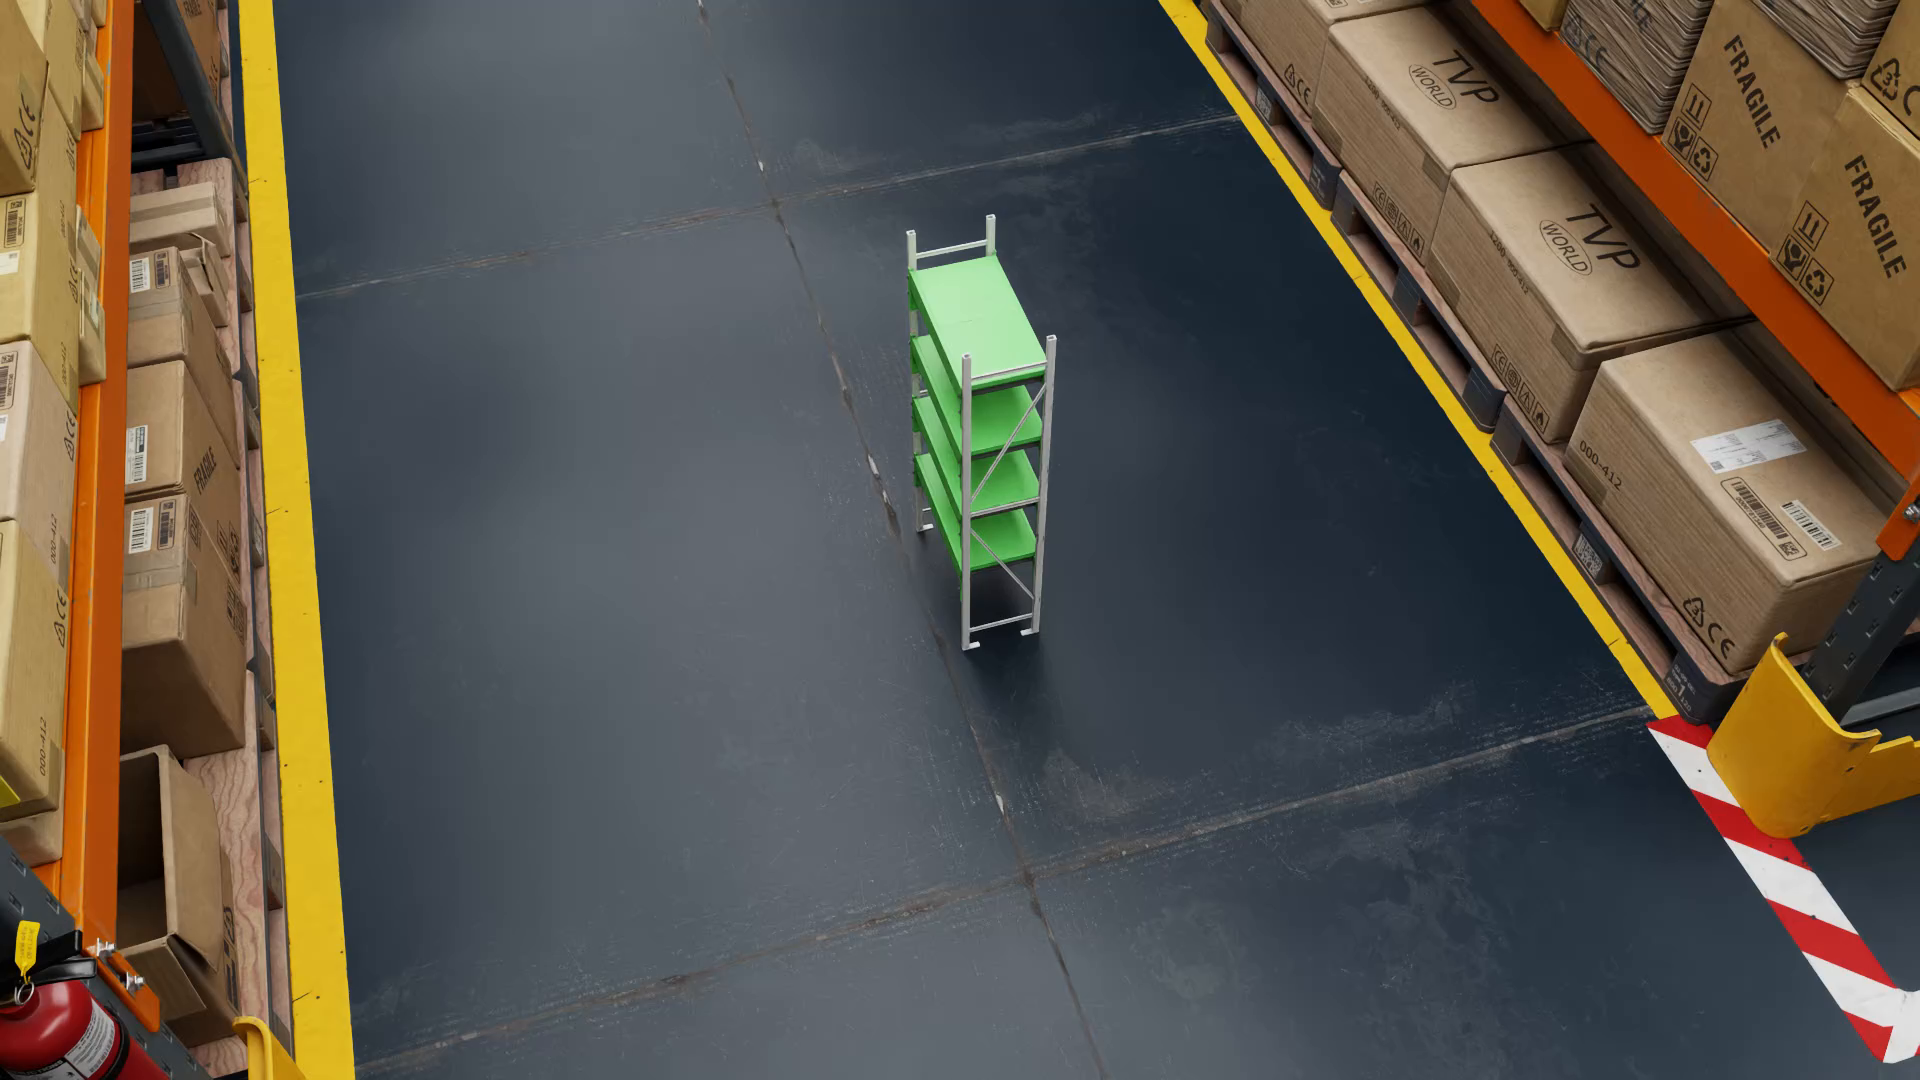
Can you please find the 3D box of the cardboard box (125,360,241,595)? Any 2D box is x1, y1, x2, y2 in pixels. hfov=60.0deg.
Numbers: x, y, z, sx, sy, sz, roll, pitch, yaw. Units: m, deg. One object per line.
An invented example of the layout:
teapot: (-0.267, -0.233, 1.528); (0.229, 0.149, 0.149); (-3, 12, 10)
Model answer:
cardboard box: (-2.396, -0.124, 4.753); (0.500, 0.500, 0.500); (-12, 51, -10)

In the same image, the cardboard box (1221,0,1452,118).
cardboard box: (1.611, -2.157, 6.508); (0.875, 0.438, 0.875); (-14, 51, -12)

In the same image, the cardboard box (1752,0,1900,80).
cardboard box: (2.159, -1.437, 3.780); (0.500, 0.500, 0.500); (-13, 51, -11)

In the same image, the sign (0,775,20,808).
sign: (-1.511, 0.314, 2.457); (0.100, 0.325, 0.005); (-13, 51, -11)

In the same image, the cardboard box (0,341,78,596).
cardboard box: (-2.055, -0.092, 3.269); (0.500, 0.250, 0.500); (-13, 51, -11)

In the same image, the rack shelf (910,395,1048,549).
rack shelf: (0.049, -0.225, 4.738); (0.258, 0.148, 0.480); (-13, 51, -11)

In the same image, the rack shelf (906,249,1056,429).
rack shelf: (0.049, -0.534, 4.371); (0.258, 0.148, 0.480); (-13, 51, -11)

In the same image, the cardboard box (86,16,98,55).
cardboard box: (-2.627, -1.381, 4.617); (0.380, 0.149, 0.250); (-12, 51, -10)

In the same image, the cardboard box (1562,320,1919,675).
cardboard box: (2.420, -0.178, 4.839); (0.875, 0.438, 0.875); (-15, 51, -12)

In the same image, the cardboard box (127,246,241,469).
cardboard box: (-2.642, -0.473, 5.047); (0.700, 0.500, 0.500); (-15, 52, -12)

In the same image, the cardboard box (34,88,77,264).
cardboard box: (-2.380, -0.830, 3.892); (0.500, 0.250, 0.500); (-15, 51, -12)

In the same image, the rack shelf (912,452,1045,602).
rack shelf: (0.049, -0.070, 4.922); (0.258, 0.148, 0.480); (-13, 51, -11)

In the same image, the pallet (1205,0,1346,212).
pallet: (1.678, -1.859, 6.679); (1.003, 0.211, 1.213); (-13, 51, -11)

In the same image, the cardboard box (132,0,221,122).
cardboard box: (-3.140, -1.939, 6.283); (0.500, 0.500, 0.500); (-11, 51, -9)

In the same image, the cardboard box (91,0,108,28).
cardboard box: (-2.679, -1.579, 4.784); (0.380, 0.149, 0.250); (-12, 51, -10)

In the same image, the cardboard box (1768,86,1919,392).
cardboard box: (2.316, -0.734, 3.841); (0.500, 0.500, 0.500); (-13, 51, -11)

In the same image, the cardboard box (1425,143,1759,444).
cardboard box: (2.142, -0.845, 5.401); (0.875, 0.438, 0.875); (-12, 51, -10)

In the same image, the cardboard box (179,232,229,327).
cardboard box: (-2.661, -0.858, 5.525); (0.396, 0.266, 0.258); (-12, 51, -10)

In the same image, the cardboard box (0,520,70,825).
cardboard box: (-1.906, 0.276, 2.959); (0.500, 0.250, 0.500); (-13, 51, -11)

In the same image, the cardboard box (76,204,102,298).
cardboard box: (-2.295, -0.645, 3.996); (0.380, 0.149, 0.250); (-12, 51, -10)

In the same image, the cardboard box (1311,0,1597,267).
cardboard box: (1.877, -1.504, 5.957); (0.875, 0.438, 0.875); (-15, 51, -12)

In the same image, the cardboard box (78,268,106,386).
cardboard box: (-2.198, -0.457, 3.838); (0.380, 0.149, 0.250); (-15, 51, -12)

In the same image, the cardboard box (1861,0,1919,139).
cardboard box: (2.341, -1.062, 3.464); (0.500, 0.500, 0.500); (-12, 51, -10)

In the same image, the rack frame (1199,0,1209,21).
rack frame: (1.528, -3.331, 6.096); (1.000, 3.000, 0.127); (-13, 51, -11)

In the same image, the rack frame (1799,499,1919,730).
rack frame: (2.711, -0.409, 3.633); (1.000, 3.000, 0.127); (-13, 51, -11)

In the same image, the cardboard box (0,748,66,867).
cardboard box: (-1.864, 0.495, 3.035); (0.380, 0.149, 0.250); (-14, 51, -11)

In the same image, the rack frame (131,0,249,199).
rack frame: (-3.212, -2.206, 5.147); (1.000, 3.000, 0.127); (-13, 51, -11)

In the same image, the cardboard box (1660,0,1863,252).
cardboard box: (2.182, -1.104, 4.153); (0.500, 0.500, 0.500); (-14, 51, -12)

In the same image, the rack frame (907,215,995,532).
rack frame: (-0.023, -0.444, 4.840); (0.240, 1.200, 0.015); (-13, 51, -11)

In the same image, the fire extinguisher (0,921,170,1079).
fire extinguisher: (-1.544, 0.864, 2.854); (0.296, 0.674, 0.183); (-13, 51, -11)

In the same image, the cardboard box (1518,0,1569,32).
cardboard box: (1.855, -1.851, 4.783); (0.500, 0.500, 0.500); (-12, 51, -10)

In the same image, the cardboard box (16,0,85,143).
cardboard box: (-2.531, -1.206, 4.209); (0.500, 0.250, 0.500); (-14, 51, -11)

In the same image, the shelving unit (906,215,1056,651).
shelving unit: (0.049, -0.266, 4.689); (0.258, 1.200, 0.503); (-13, 51, -11)

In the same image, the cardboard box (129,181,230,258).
cardboard box: (-2.767, -1.081, 5.790); (0.380, 0.149, 0.250); (-15, 51, -12)

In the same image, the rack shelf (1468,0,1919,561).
rack shelf: (2.120, -1.638, 5.139); (1.077, 0.370, 4.000); (-13, 51, -11)

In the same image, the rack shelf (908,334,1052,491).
rack shelf: (0.049, -0.379, 4.555); (0.258, 0.148, 0.480); (-13, 51, -11)

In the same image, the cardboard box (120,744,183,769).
cardboard box: (-2.208, 0.712, 4.278); (0.380, 0.149, 0.250); (-15, 52, -12)

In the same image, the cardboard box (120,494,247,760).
cardboard box: (-2.335, 0.285, 4.408); (0.700, 0.500, 0.500); (-11, 51, -9)

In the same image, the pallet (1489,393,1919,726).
pallet: (2.400, -0.077, 5.177); (1.003, 0.211, 1.213); (-13, 51, -11)

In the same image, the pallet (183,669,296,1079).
pallet: (-2.289, 0.977, 4.288); (1.003, 0.211, 1.213); (-13, 51, -11)

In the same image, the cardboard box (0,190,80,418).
cardboard box: (-2.209, -0.462, 3.581); (0.500, 0.250, 0.500); (-14, 51, -12)

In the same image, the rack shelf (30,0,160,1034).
rack shelf: (-2.621, -0.513, 4.191); (1.077, 0.370, 4.000); (-13, 51, -11)

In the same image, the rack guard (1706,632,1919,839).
rack guard: (2.718, 0.414, 4.574); (1.175, 0.500, 0.348); (-13, 51, -11)

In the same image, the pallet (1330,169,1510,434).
pallet: (2.043, -0.966, 5.926); (1.003, 0.211, 1.213); (-13, 51, -11)

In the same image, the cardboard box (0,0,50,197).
cardboard box: (-2.350, -1.061, 3.596); (0.500, 0.500, 0.500); (-12, 51, -10)

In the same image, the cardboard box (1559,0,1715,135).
cardboard box: (2.020, -1.477, 4.468); (0.500, 0.500, 0.500); (-12, 51, -10)

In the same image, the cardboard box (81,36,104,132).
cardboard box: (-2.525, -1.201, 4.465); (0.380, 0.149, 0.250); (-14, 51, -12)

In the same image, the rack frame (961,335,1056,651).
rack frame: (0.121, -0.088, 4.539); (0.240, 1.200, 0.015); (-13, 51, -11)

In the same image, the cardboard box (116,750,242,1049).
cardboard box: (-2.120, 0.917, 3.873); (0.797, 0.503, 0.637); (-15, 52, -12)

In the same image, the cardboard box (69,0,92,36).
cardboard box: (-2.666, -1.574, 4.518); (0.500, 0.250, 0.500); (-13, 51, -11)

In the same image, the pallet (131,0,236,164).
pallet: (-3.489, -1.892, 6.707); (1.003, 0.211, 1.213); (-13, 51, -11)

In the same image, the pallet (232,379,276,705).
pallet: (-2.646, 0.088, 5.038); (1.003, 0.211, 1.213); (-13, 51, -11)

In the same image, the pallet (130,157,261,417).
pallet: (-3.010, -0.805, 5.791); (1.003, 0.211, 1.213); (-13, 51, -11)

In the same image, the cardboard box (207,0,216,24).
cardboard box: (-3.307, -2.326, 6.609); (0.500, 0.500, 0.500); (-14, 51, -11)

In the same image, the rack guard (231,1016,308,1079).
rack guard: (-2.052, 1.466, 3.687); (1.175, 0.500, 0.348); (-13, 51, -11)
